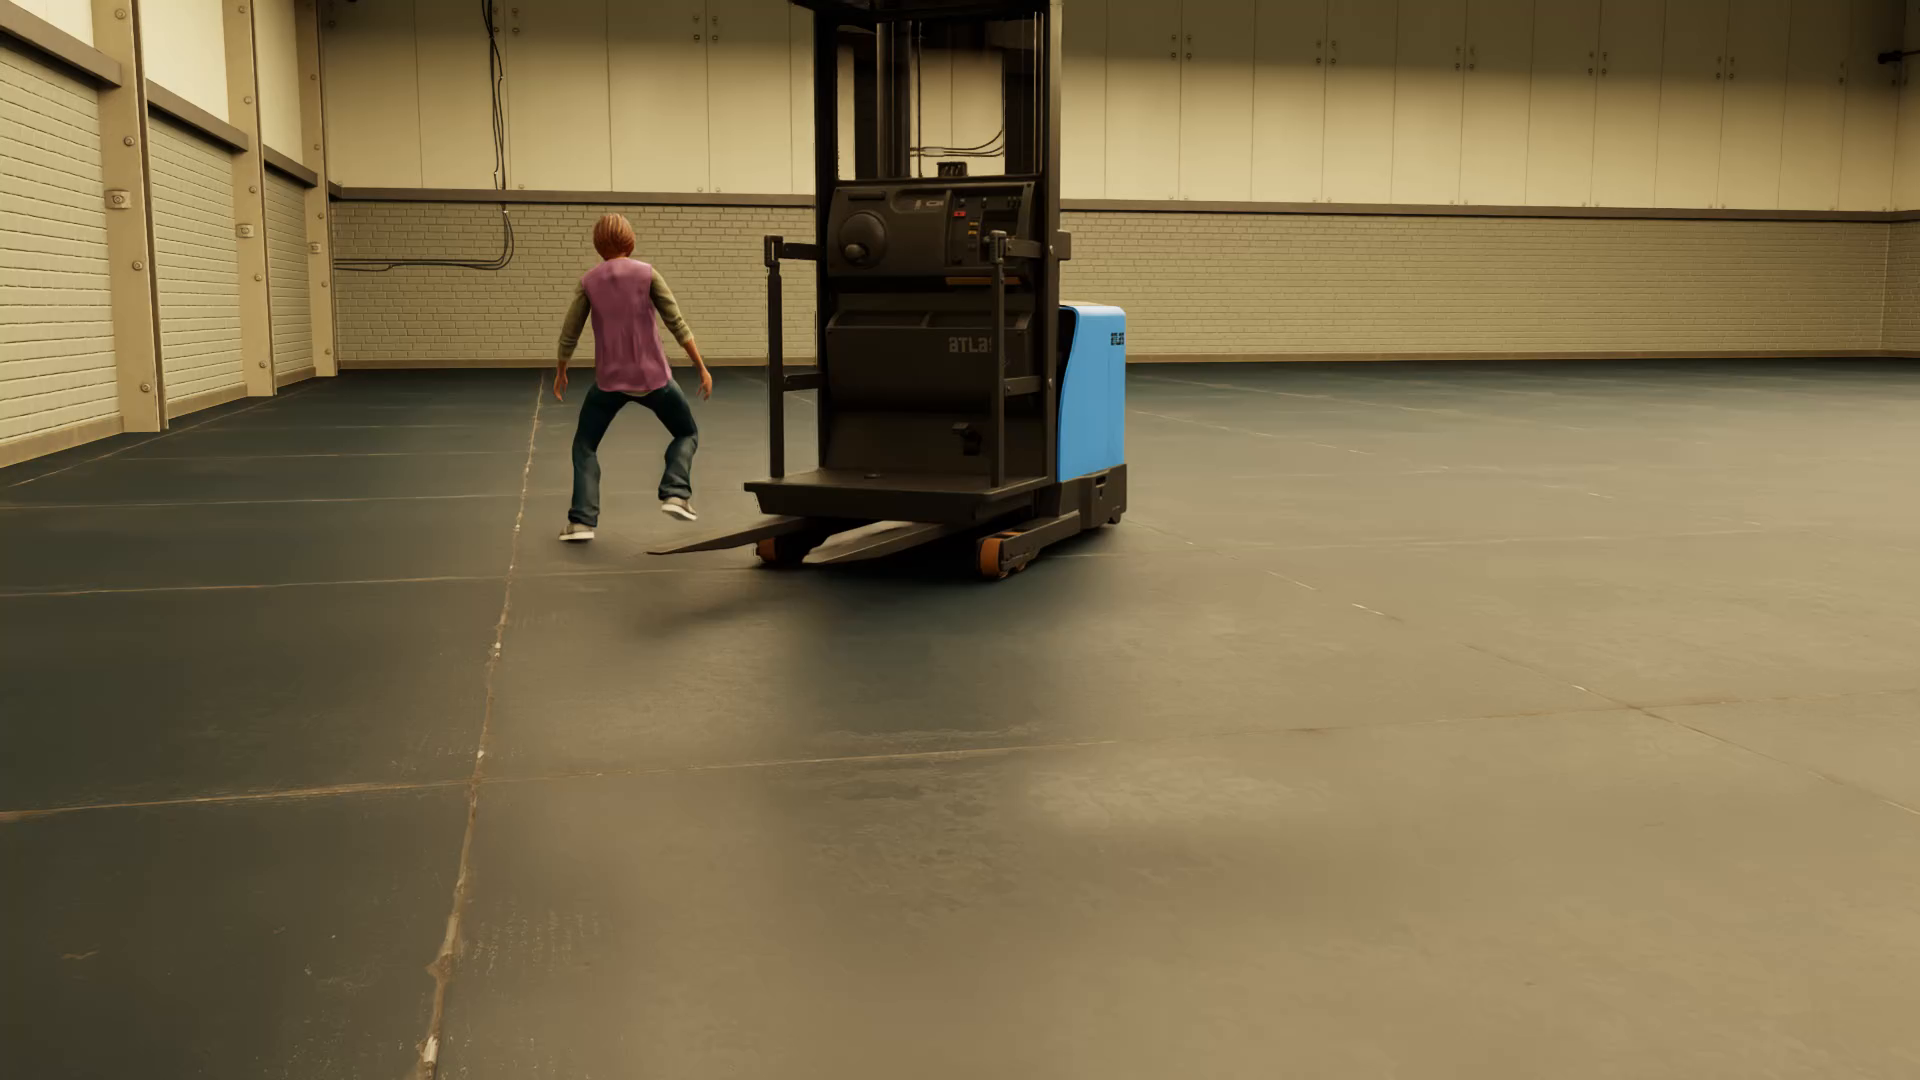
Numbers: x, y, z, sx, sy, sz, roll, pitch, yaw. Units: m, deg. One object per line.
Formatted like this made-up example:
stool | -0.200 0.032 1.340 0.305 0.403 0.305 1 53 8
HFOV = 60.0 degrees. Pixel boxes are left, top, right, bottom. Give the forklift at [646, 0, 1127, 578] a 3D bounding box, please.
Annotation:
forklift | -0.209 -1.365 6.884 1.130 2.935 3.031 3 9 22

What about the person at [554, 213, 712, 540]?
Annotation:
person | -1.528 -0.753 7.731 0.775 1.506 0.486 0 8 3
